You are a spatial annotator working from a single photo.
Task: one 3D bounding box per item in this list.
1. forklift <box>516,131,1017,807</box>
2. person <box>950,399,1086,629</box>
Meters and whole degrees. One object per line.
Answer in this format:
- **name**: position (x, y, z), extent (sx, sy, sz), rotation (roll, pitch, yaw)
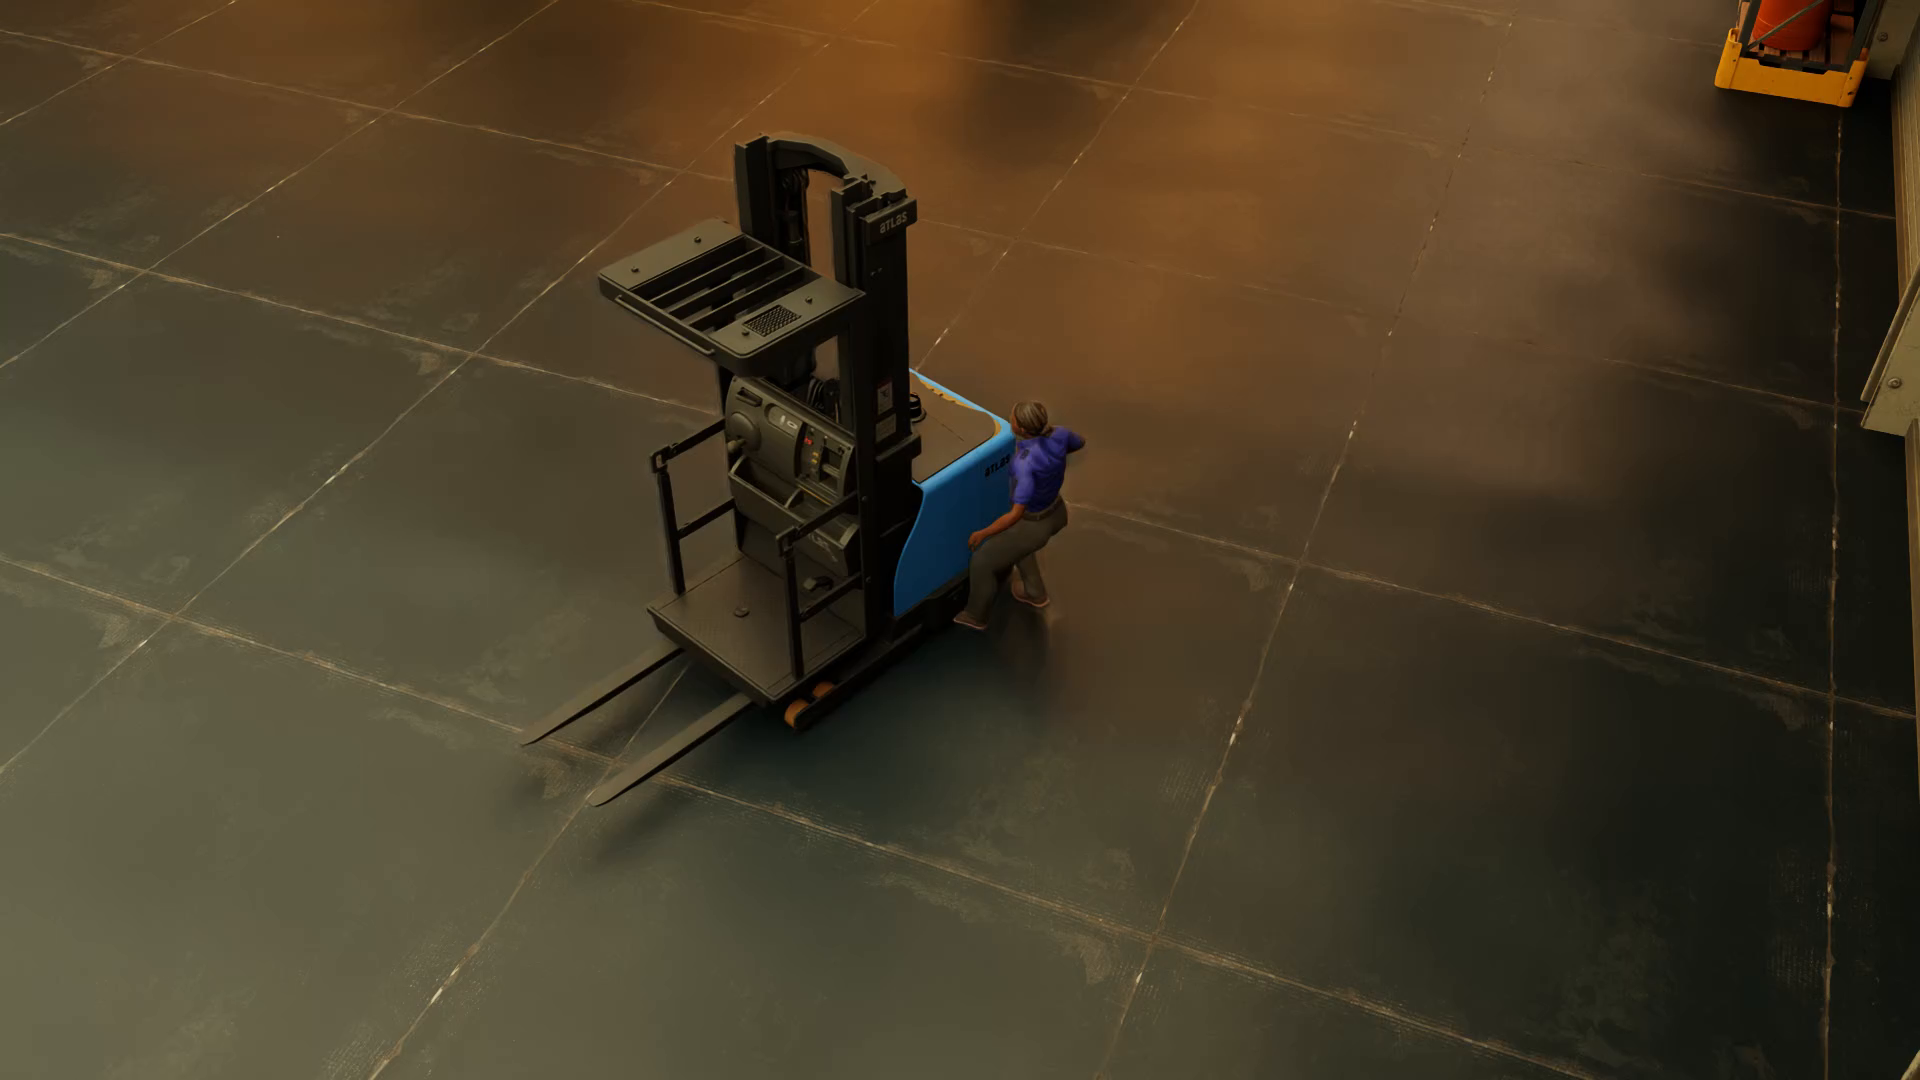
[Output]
- **forklift**: position (-1.041, -0.466, 8.562), extent (1.130, 2.935, 3.031), rotation (31, 49, 32)
- **person**: position (0.278, -0.171, 9.278), extent (0.620, 1.581, 0.883), rotation (27, 47, 28)
